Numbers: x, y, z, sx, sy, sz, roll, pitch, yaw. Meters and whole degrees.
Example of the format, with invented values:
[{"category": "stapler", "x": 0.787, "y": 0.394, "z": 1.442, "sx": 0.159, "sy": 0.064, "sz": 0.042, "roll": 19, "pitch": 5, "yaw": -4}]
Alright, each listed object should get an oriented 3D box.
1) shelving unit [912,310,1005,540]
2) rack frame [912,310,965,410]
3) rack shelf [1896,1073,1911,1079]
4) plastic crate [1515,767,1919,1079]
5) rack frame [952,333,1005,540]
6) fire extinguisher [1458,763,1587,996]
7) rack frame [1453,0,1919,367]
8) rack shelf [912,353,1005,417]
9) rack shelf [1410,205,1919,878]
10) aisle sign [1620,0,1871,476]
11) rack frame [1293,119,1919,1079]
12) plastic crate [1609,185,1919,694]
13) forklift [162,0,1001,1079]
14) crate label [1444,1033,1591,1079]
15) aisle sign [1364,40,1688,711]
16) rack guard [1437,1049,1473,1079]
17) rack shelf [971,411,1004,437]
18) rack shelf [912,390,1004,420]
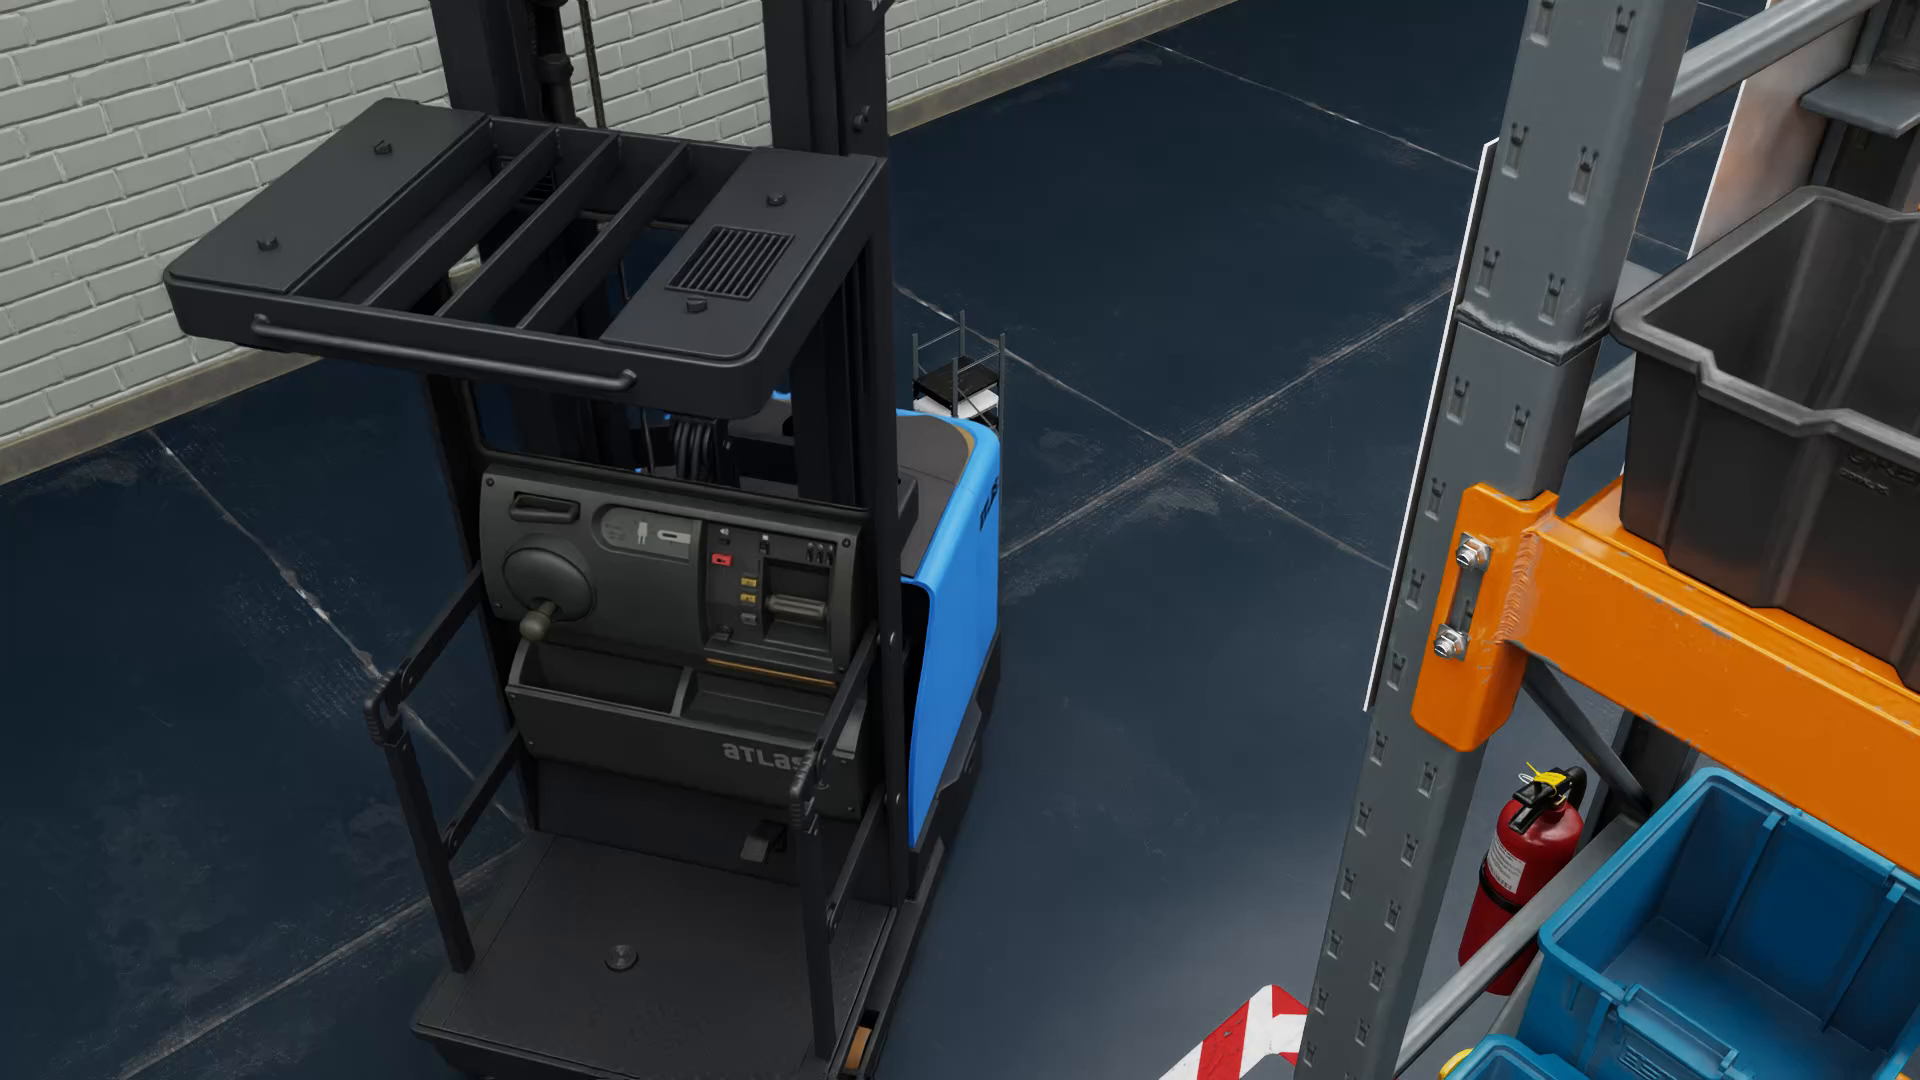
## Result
[{"category": "shelving unit", "x": -0.005, "y": -0.354, "z": 5.972, "sx": 0.258, "sy": 0.900, "sz": 0.210, "roll": -30, "pitch": 48, "yaw": -32}, {"category": "rack frame", "x": -0.074, "y": -0.401, "z": 6.030, "sx": 0.240, "sy": 0.900, "sz": 0.006, "roll": -30, "pitch": 48, "yaw": -32}, {"category": "rack shelf", "x": 2.288, "y": 1.955, "z": 2.015, "sx": 1.077, "sy": 0.370, "sz": 4.000, "roll": -30, "pitch": 48, "yaw": -32}, {"category": "plastic crate", "x": 1.299, "y": 0.788, "z": 2.811, "sx": 0.616, "sy": 0.435, "sz": 0.499, "roll": -30, "pitch": 48, "yaw": -32}, {"category": "rack frame", "x": 0.063, "y": -0.307, "z": 5.914, "sx": 0.240, "sy": 0.900, "sz": 0.006, "roll": -30, "pitch": 48, "yaw": -32}, {"category": "fire extinguisher", "x": 1.168, "y": 0.661, "z": 3.402, "sx": 0.296, "sy": 0.674, "sz": 0.183, "roll": -30, "pitch": 48, "yaw": -32}, {"category": "rack frame", "x": 0.935, "y": -1.585, "z": 1.050, "sx": 1.000, "sy": 3.000, "sz": 0.127, "roll": -30, "pitch": 48, "yaw": -32}, {"category": "rack shelf", "x": -0.005, "y": -0.538, "z": 5.823, "sx": 0.258, "sy": 0.077, "sz": 0.200, "roll": -30, "pitch": 48, "yaw": -32}, {"category": "rack shelf", "x": 2.288, "y": 0.788, "z": 1.073, "sx": 1.077, "sy": 0.370, "sz": 4.000, "roll": -30, "pitch": 48, "yaw": -32}, {"category": "aisle sign", "x": 1.102, "y": -0.420, "z": 2.314, "sx": 0.394, "sy": 0.787, "sz": 0.004, "roll": -30, "pitch": 48, "yaw": -32}, {"category": "rack frame", "x": 0.935, "y": 0.749, "z": 2.935, "sx": 1.000, "sy": 3.000, "sz": 0.127, "roll": -30, "pitch": 48, "yaw": -32}, {"category": "plastic crate", "x": 0.990, "y": -0.070, "z": 1.666, "sx": 0.497, "sy": 0.269, "sz": 0.590, "roll": -30, "pitch": 48, "yaw": -32}, {"category": "forklift", "x": -0.741, "y": 0.161, "z": 3.718, "sx": 1.130, "sy": 2.935, "sz": 3.031, "roll": 10, "pitch": 40, "yaw": 12}, {"category": "crate label", "x": 0.859, "y": 1.045, "z": 2.654, "sx": 0.416, "sy": 0.233, "sz": 0.303, "roll": -30, "pitch": 48, "yaw": -32}, {"category": "aisle sign", "x": 0.668, "y": -0.169, "z": 2.003, "sx": 0.394, "sy": 0.787, "sz": 0.004, "roll": -30, "pitch": 48, "yaw": -32}, {"category": "rack guard", "x": 0.909, "y": 1.716, "z": 3.727, "sx": 1.175, "sy": 0.500, "sz": 0.348, "roll": -30, "pitch": 48, "yaw": -32}, {"category": "rack shelf", "x": -0.005, "y": -0.398, "z": 5.936, "sx": 0.258, "sy": 0.077, "sz": 0.200, "roll": -30, "pitch": 48, "yaw": -32}, {"category": "rack shelf", "x": -0.005, "y": -0.468, "z": 5.880, "sx": 0.258, "sy": 0.077, "sz": 0.200, "roll": -30, "pitch": 48, "yaw": -32}]
